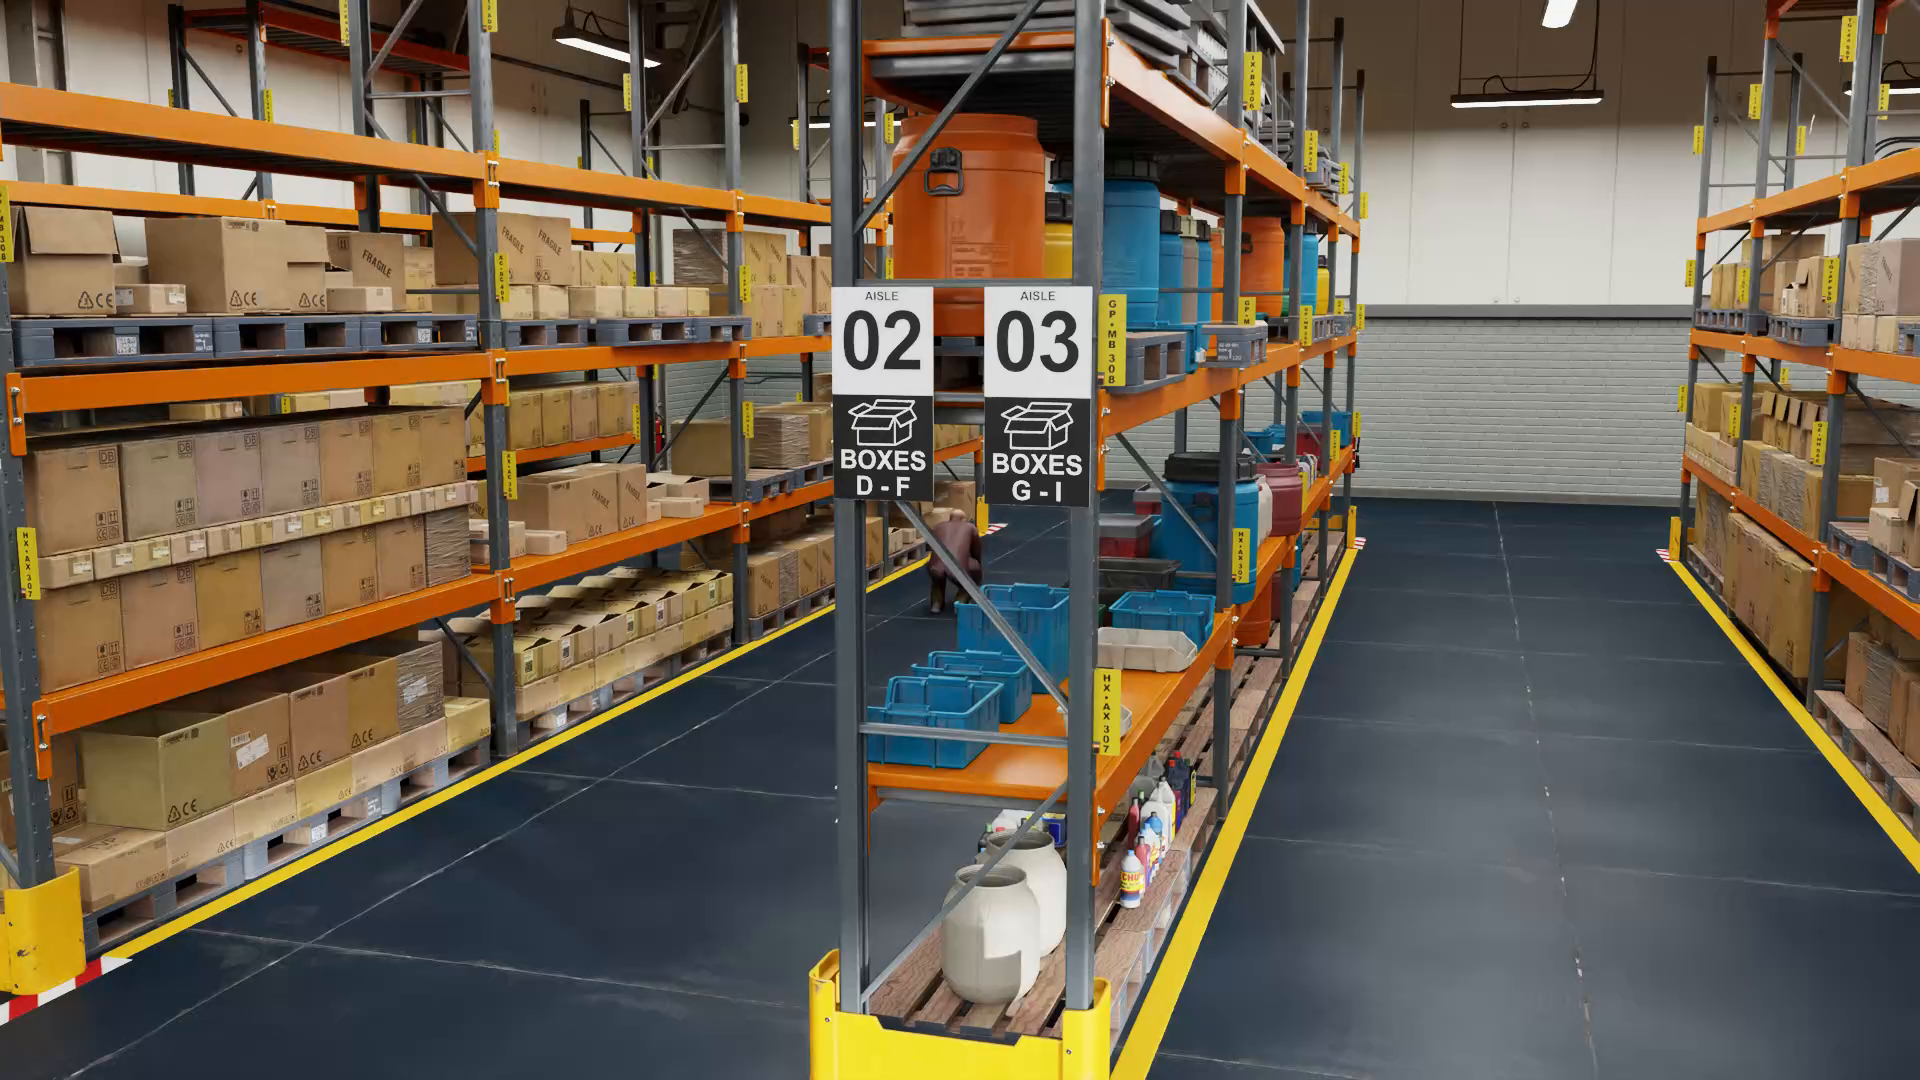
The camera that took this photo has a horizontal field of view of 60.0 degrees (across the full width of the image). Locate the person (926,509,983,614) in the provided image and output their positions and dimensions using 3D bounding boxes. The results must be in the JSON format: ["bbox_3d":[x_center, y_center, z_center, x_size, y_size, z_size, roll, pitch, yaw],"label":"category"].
[{"bbox_3d":[-0.047,0.218,17.131,0.577,0.996,0.936,2,8,15],"label":"person"}]
